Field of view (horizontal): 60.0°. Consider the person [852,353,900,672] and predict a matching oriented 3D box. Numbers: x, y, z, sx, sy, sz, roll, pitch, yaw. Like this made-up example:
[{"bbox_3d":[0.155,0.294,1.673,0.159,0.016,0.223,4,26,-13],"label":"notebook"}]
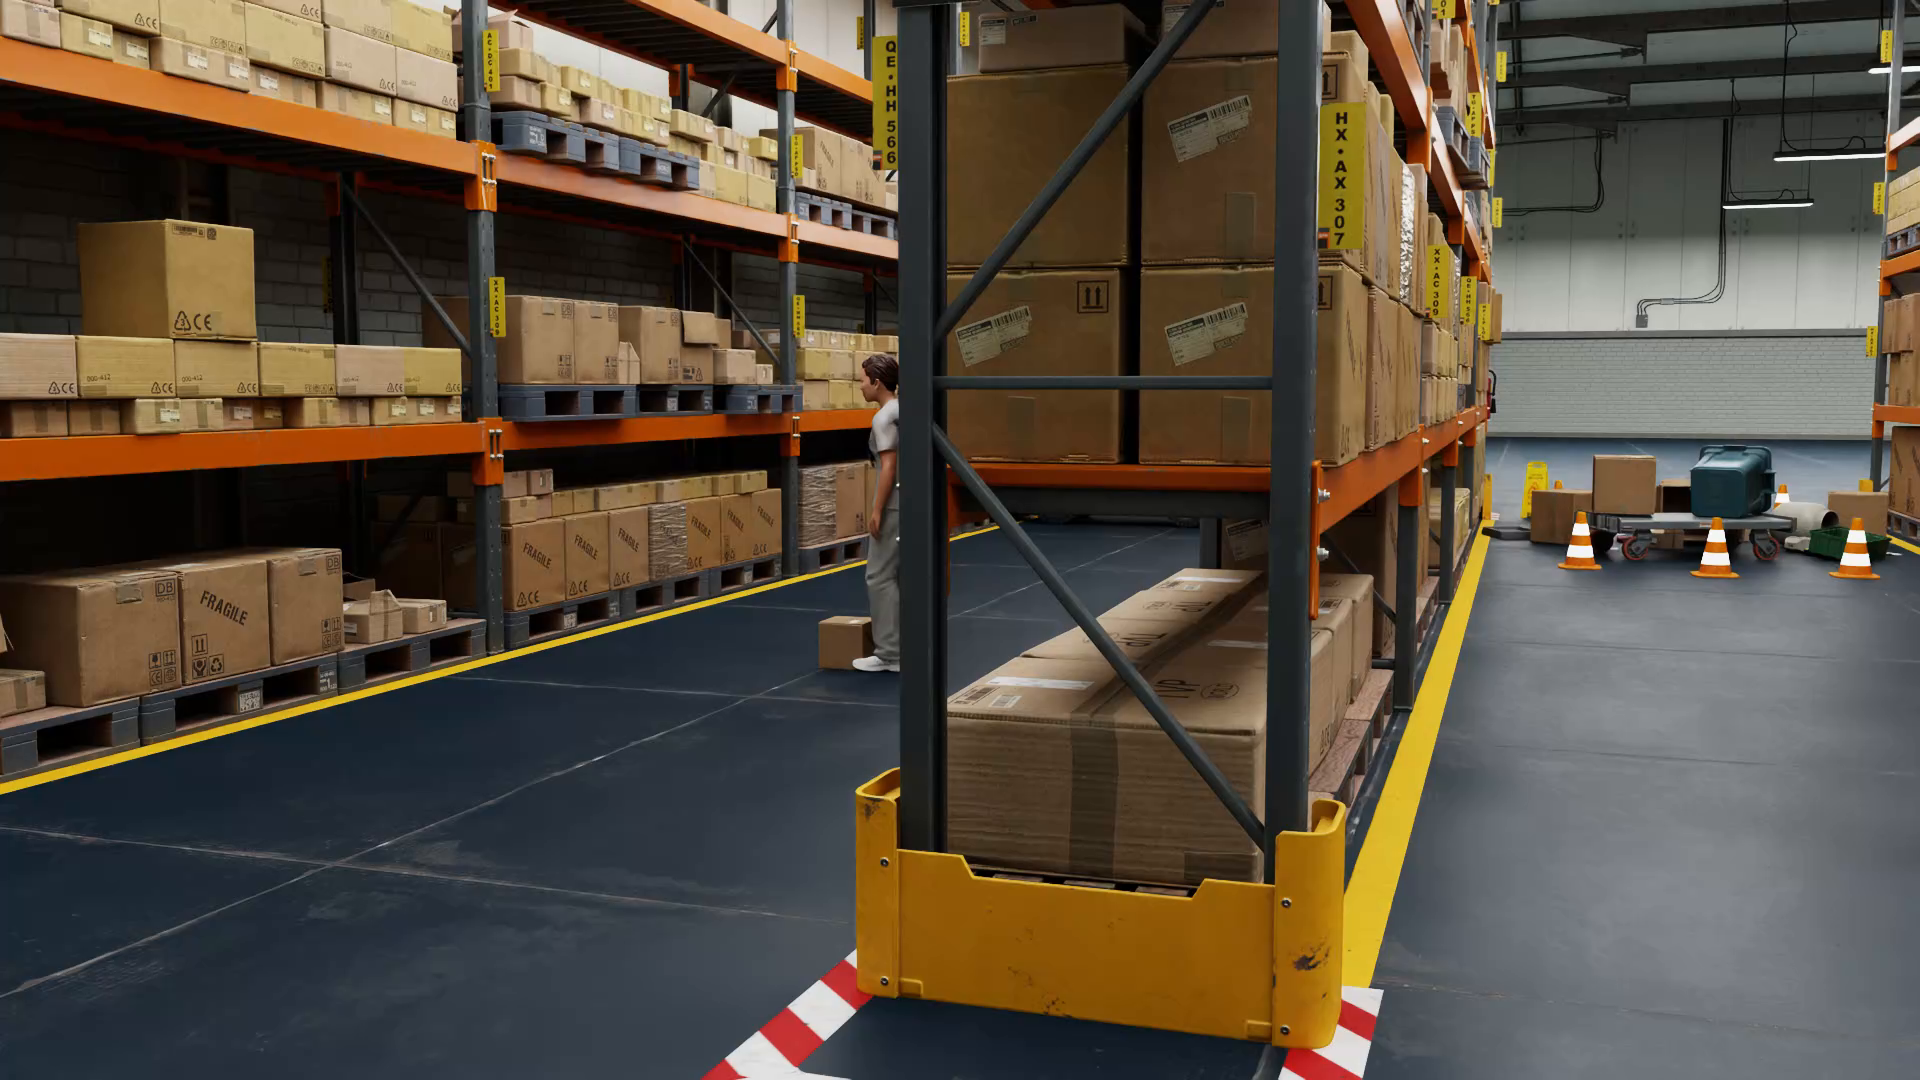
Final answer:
[{"bbox_3d":[-0.363,-0.145,8.804,0.367,1.667,0.514,1,5,15],"label":"person"}]
